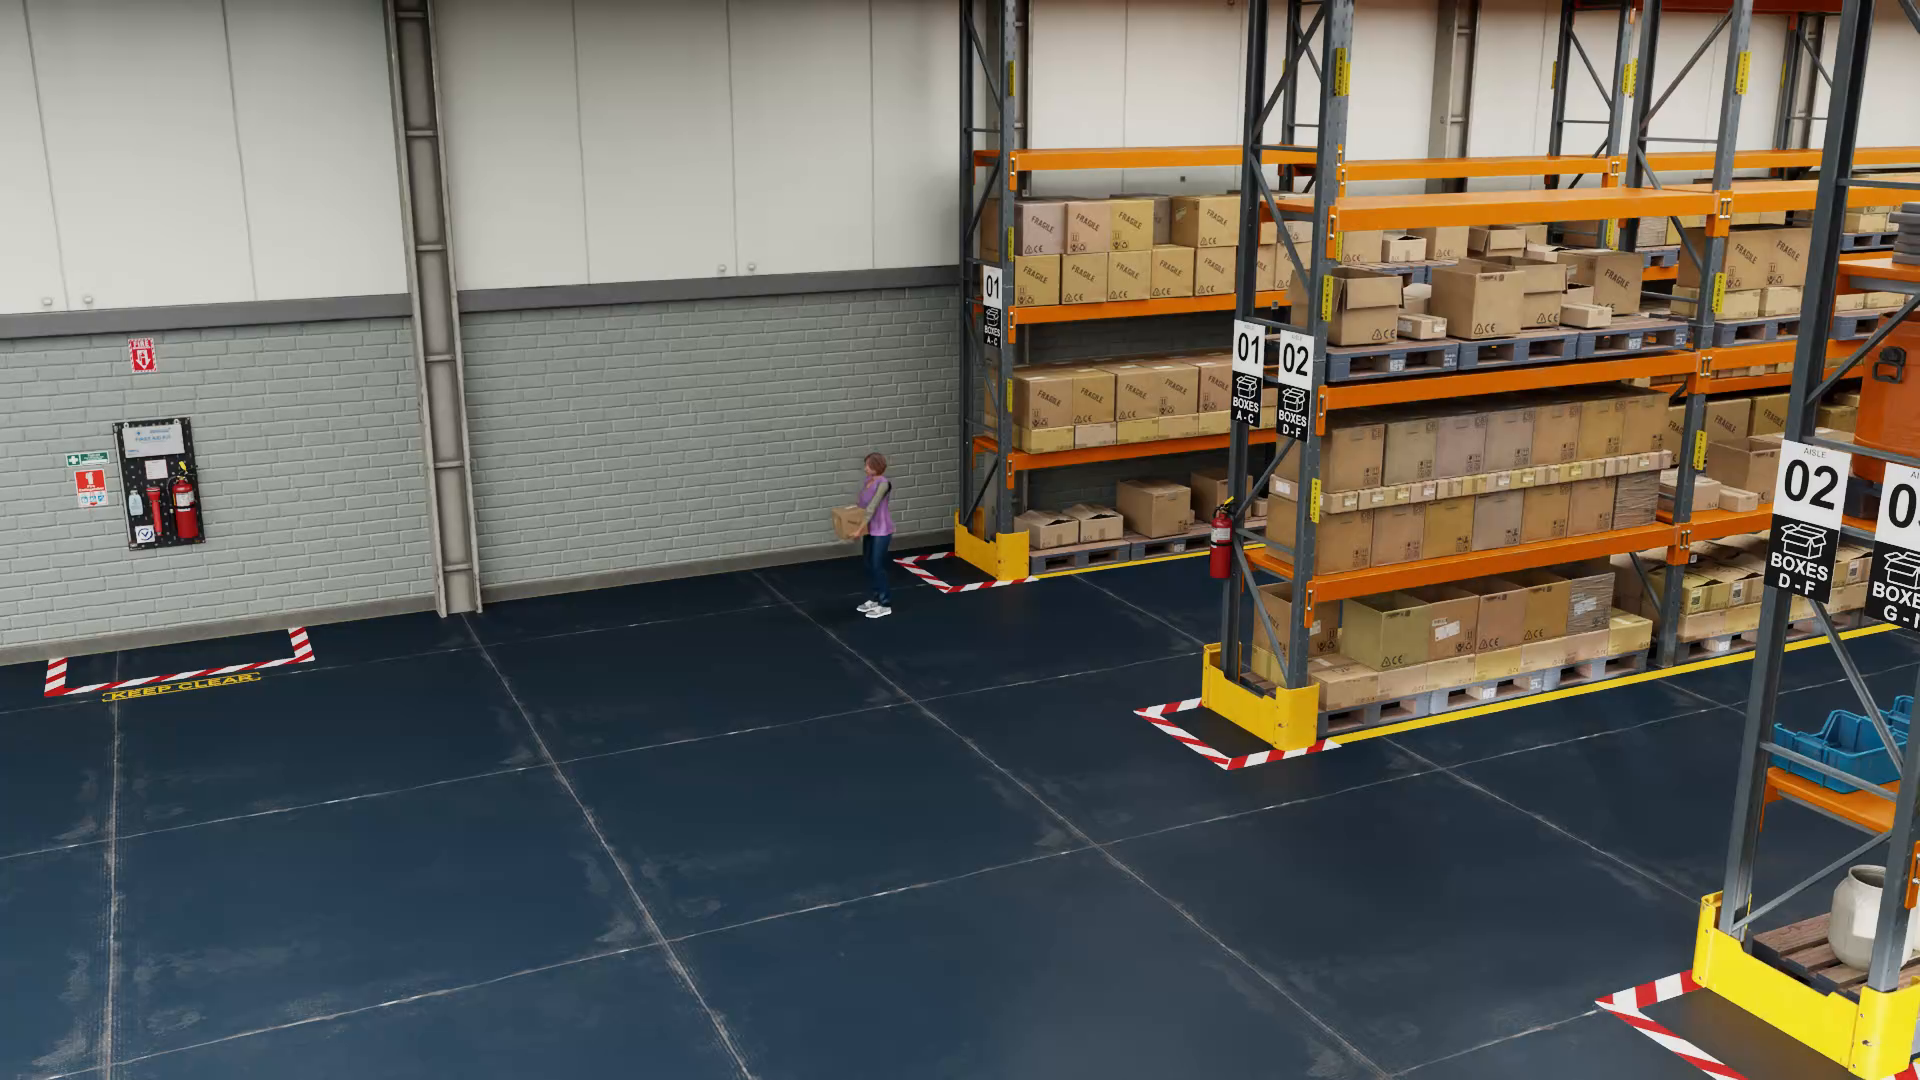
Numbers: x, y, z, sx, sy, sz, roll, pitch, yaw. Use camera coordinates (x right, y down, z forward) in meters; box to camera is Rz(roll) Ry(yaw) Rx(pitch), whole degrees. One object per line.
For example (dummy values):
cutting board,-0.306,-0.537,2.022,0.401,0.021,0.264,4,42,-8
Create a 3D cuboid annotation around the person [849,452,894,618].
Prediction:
person,-0.881,-0.050,15.922,0.502,1.600,0.375,-8,17,-25
